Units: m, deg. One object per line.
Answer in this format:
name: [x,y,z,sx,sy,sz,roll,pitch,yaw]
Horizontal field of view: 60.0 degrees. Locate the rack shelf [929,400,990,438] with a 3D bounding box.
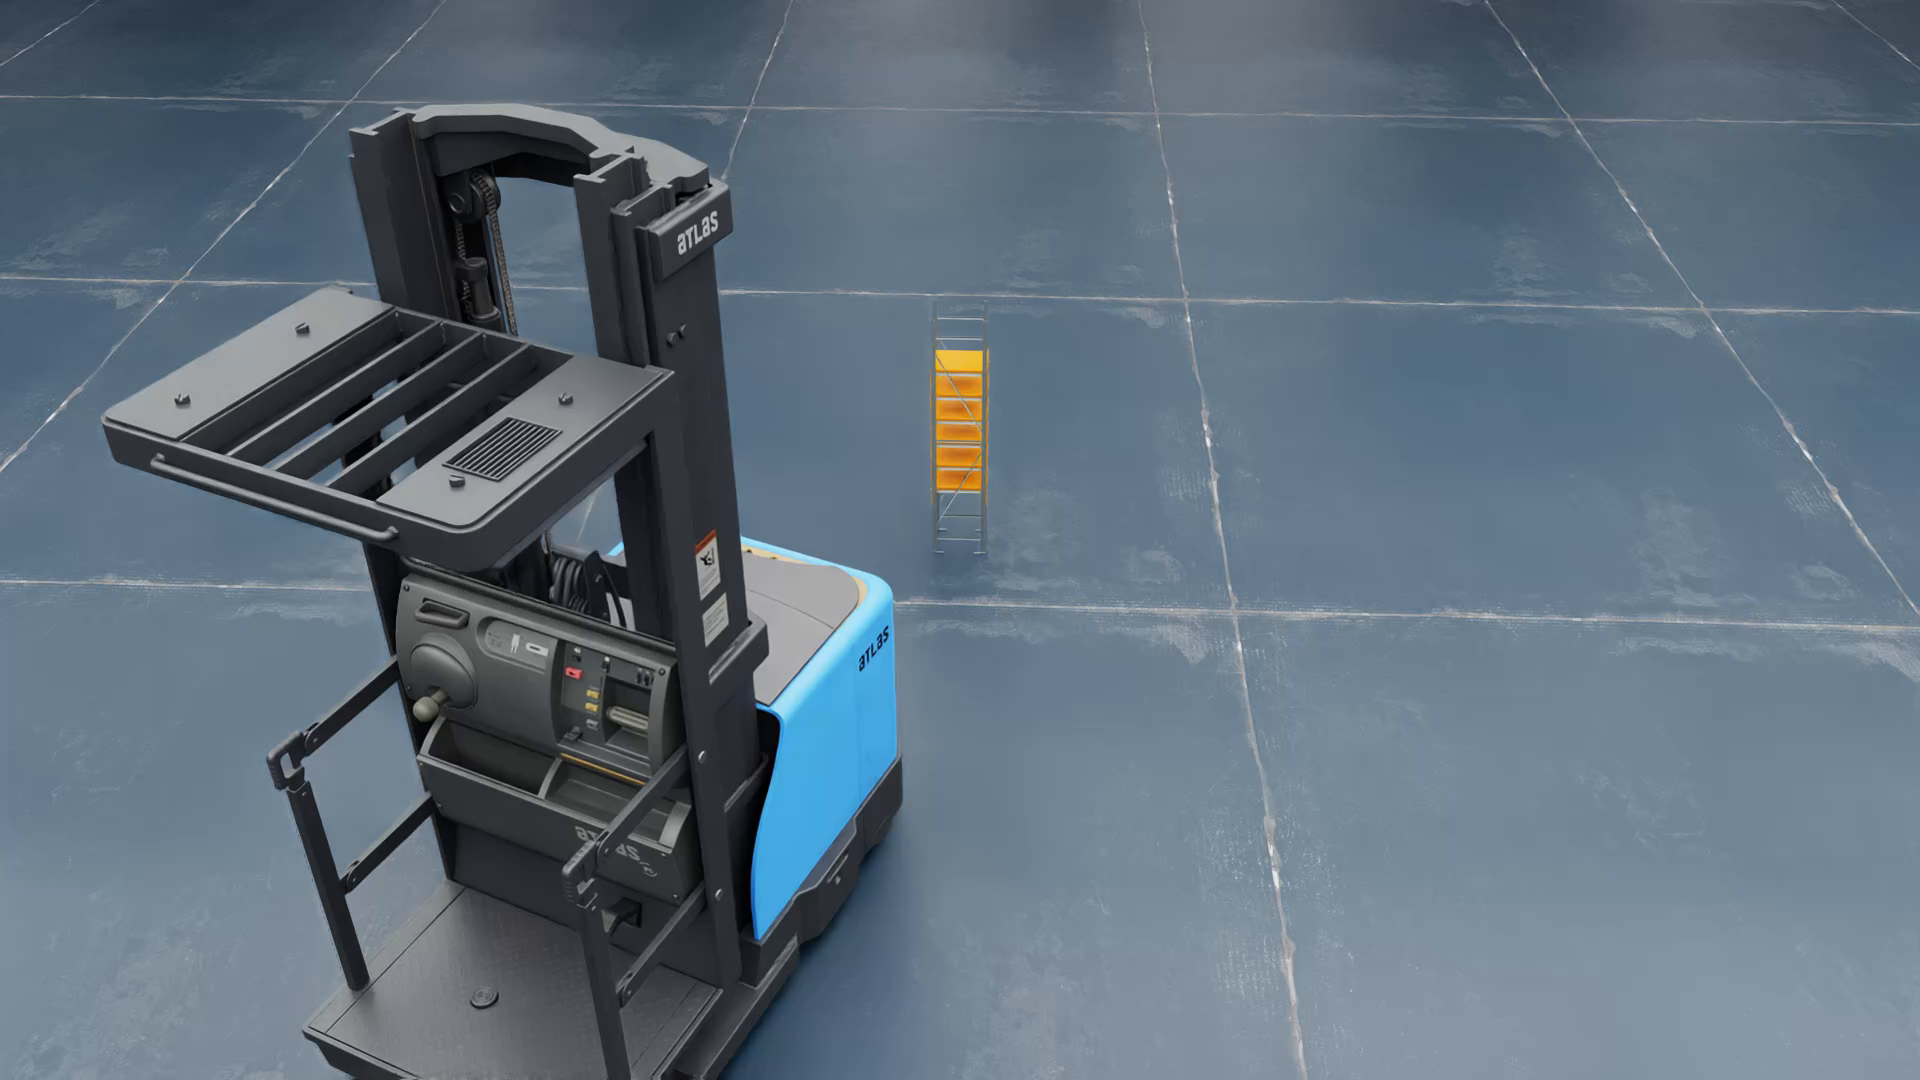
rack shelf: [-0.001,-0.544,7.350,0.258,0.103,0.180,1,35,2]

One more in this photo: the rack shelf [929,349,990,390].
rack shelf: [-0.001,-0.741,7.212,0.258,0.103,0.180,1,35,2]

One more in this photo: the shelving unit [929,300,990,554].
shelving unit: [-0.001,-0.483,7.393,0.258,1.200,0.189,1,35,2]

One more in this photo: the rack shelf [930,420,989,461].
rack shelf: [-0.001,-0.446,7.419,0.258,0.103,0.180,1,35,2]

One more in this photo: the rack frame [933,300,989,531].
rack frame: [0.003,-0.535,7.468,0.240,1.200,0.006,1,35,2]

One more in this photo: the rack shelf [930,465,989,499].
rack shelf: [-0.001,-0.250,7.557,0.258,0.103,0.180,1,35,2]

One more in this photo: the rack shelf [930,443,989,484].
rack shelf: [-0.001,-0.348,7.488,0.258,0.103,0.180,1,35,2]

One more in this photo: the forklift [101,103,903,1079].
forklift: [-1.306,0.458,4.550,1.130,2.935,3.031,15,38,21]

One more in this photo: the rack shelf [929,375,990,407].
rack shelf: [-0.001,-0.643,7.281,0.258,0.103,0.180,1,35,2]

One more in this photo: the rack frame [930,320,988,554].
rack frame: [-0.004,-0.430,7.318,0.240,1.200,0.006,1,35,2]
